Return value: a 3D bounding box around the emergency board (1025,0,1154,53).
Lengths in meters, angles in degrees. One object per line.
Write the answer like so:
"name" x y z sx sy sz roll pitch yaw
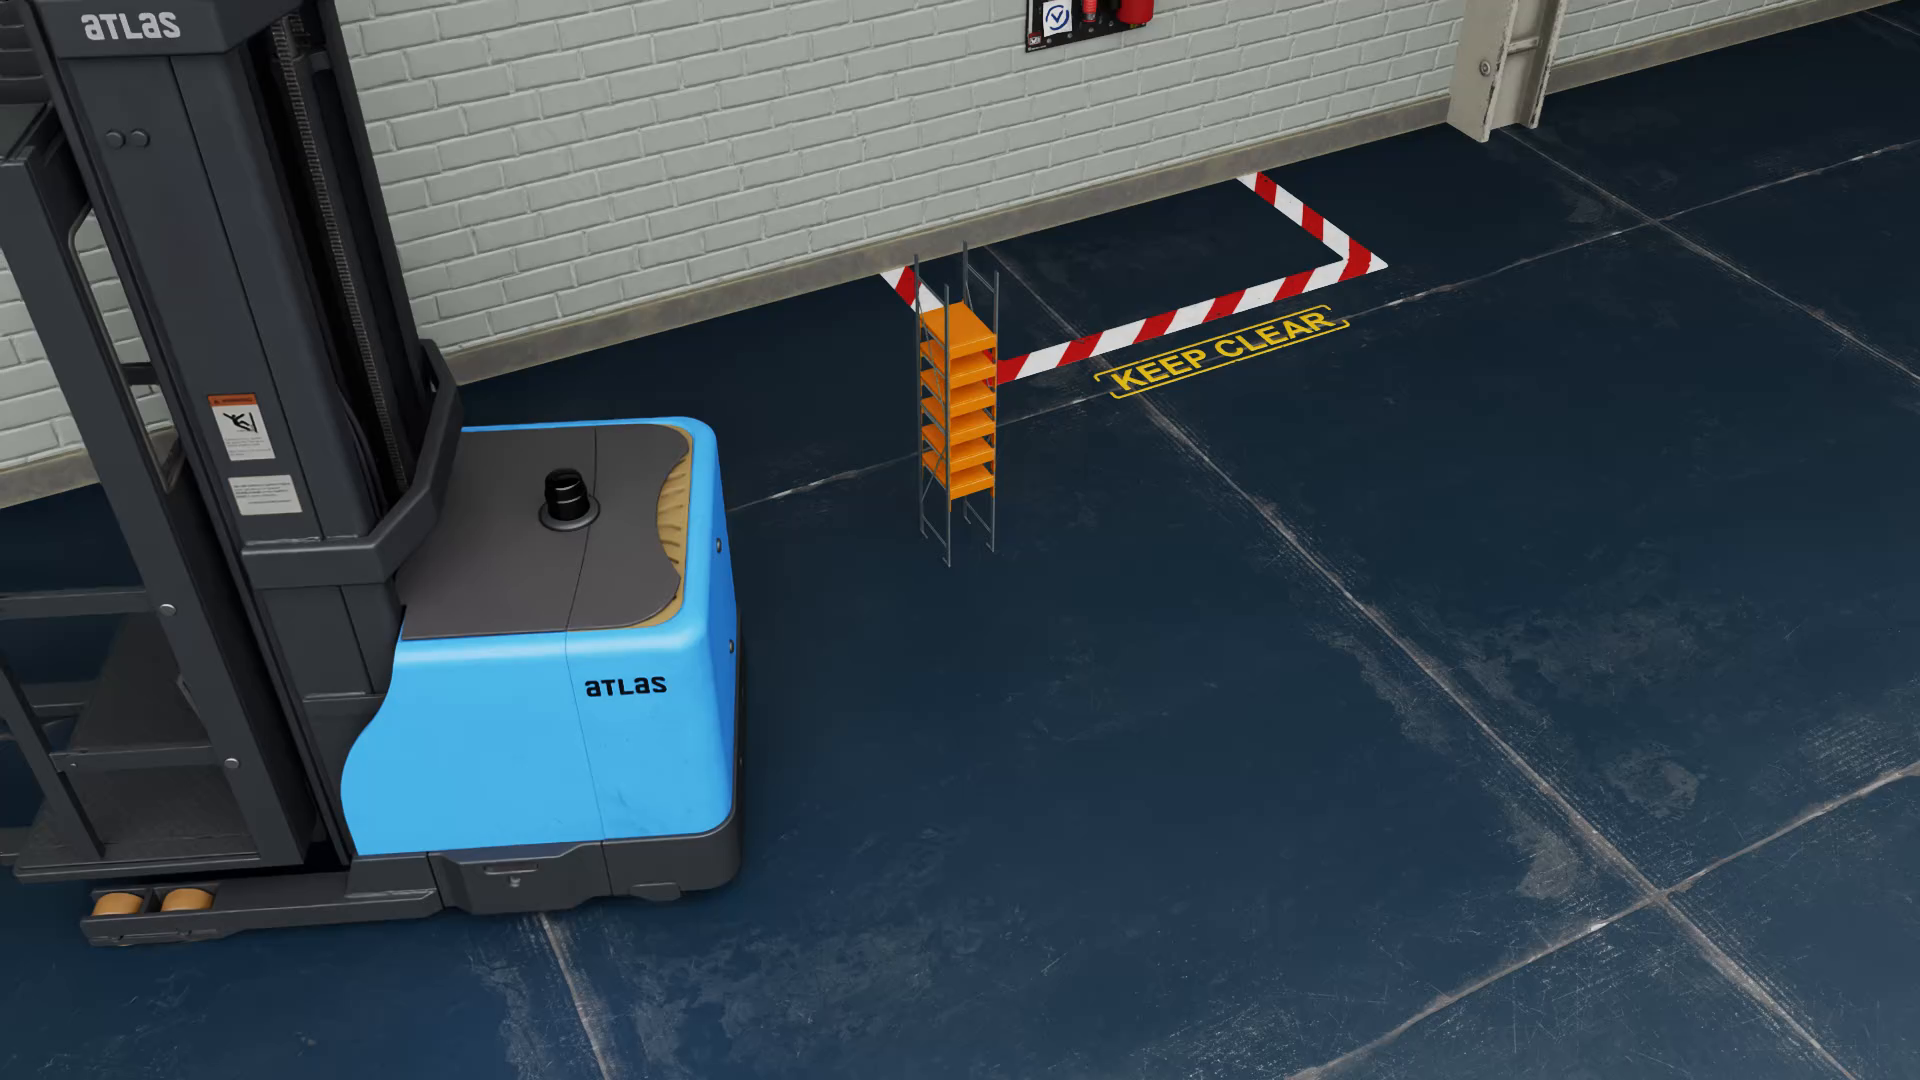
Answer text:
"emergency board" 0.621 -2.658 7.068 0.643 1.169 0.194 -19 44 -21

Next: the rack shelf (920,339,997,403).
"rack shelf" -0.013 -0.603 5.731 0.180 0.103 0.258 -19 44 -21

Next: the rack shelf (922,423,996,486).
"rack shelf" -0.013 -0.328 5.963 0.180 0.103 0.258 -19 44 -21

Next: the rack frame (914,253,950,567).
"rack frame" -0.094 -0.426 5.825 0.006 1.200 0.240 -19 44 -21

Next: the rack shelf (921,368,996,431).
"rack shelf" -0.013 -0.511 5.808 0.180 0.103 0.258 -19 44 -21

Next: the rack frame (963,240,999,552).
"rack frame" 0.068 -0.481 5.890 0.006 1.200 0.240 -19 44 -21

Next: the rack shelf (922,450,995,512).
"rack shelf" -0.013 -0.237 6.041 0.180 0.103 0.258 -19 44 -21

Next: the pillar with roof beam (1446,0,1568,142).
"pillar with roof beam" 4.819 -3.196 3.061 0.400 9.000 9.100 -19 44 -21

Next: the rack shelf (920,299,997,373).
"rack shelf" -0.013 -0.694 5.653 0.180 0.103 0.258 -19 44 -21

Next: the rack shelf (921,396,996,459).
"rack shelf" -0.013 -0.420 5.886 0.180 0.103 0.258 -19 44 -21

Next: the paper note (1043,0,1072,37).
"paper note" 0.432 -2.308 7.337 0.142 0.148 0.016 -19 44 -21

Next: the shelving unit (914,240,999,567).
"shelving unit" -0.013 -0.454 5.857 0.189 1.200 0.258 -19 44 -21

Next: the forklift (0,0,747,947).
"forklift" -2.199 -0.292 4.326 3.031 2.935 1.130 -3 40 -4
